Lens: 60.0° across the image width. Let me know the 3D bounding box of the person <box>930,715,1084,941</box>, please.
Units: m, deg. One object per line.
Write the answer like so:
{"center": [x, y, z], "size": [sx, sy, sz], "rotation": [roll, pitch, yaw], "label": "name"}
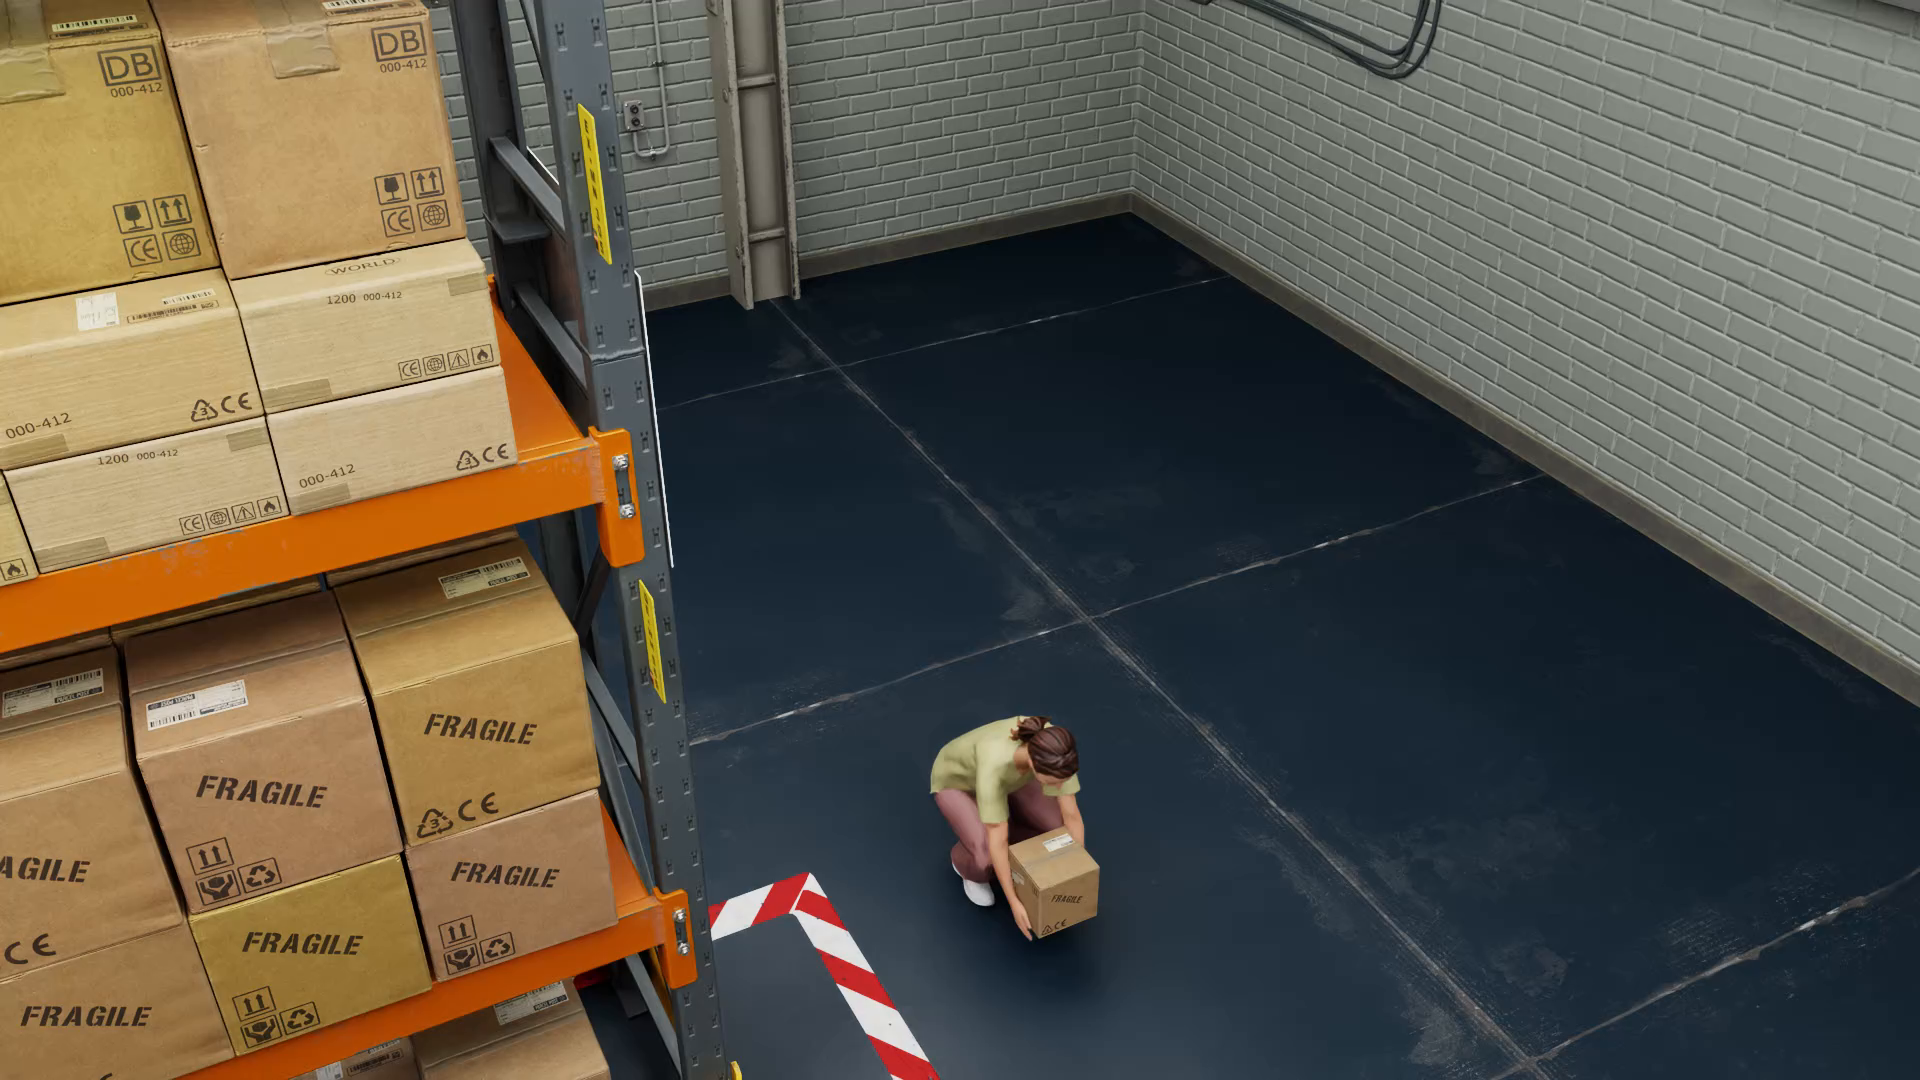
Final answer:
{"center": [0.203, 0.989, 6.309], "size": [0.467, 0.940, 0.807], "rotation": [-16, 37, -23], "label": "person"}
